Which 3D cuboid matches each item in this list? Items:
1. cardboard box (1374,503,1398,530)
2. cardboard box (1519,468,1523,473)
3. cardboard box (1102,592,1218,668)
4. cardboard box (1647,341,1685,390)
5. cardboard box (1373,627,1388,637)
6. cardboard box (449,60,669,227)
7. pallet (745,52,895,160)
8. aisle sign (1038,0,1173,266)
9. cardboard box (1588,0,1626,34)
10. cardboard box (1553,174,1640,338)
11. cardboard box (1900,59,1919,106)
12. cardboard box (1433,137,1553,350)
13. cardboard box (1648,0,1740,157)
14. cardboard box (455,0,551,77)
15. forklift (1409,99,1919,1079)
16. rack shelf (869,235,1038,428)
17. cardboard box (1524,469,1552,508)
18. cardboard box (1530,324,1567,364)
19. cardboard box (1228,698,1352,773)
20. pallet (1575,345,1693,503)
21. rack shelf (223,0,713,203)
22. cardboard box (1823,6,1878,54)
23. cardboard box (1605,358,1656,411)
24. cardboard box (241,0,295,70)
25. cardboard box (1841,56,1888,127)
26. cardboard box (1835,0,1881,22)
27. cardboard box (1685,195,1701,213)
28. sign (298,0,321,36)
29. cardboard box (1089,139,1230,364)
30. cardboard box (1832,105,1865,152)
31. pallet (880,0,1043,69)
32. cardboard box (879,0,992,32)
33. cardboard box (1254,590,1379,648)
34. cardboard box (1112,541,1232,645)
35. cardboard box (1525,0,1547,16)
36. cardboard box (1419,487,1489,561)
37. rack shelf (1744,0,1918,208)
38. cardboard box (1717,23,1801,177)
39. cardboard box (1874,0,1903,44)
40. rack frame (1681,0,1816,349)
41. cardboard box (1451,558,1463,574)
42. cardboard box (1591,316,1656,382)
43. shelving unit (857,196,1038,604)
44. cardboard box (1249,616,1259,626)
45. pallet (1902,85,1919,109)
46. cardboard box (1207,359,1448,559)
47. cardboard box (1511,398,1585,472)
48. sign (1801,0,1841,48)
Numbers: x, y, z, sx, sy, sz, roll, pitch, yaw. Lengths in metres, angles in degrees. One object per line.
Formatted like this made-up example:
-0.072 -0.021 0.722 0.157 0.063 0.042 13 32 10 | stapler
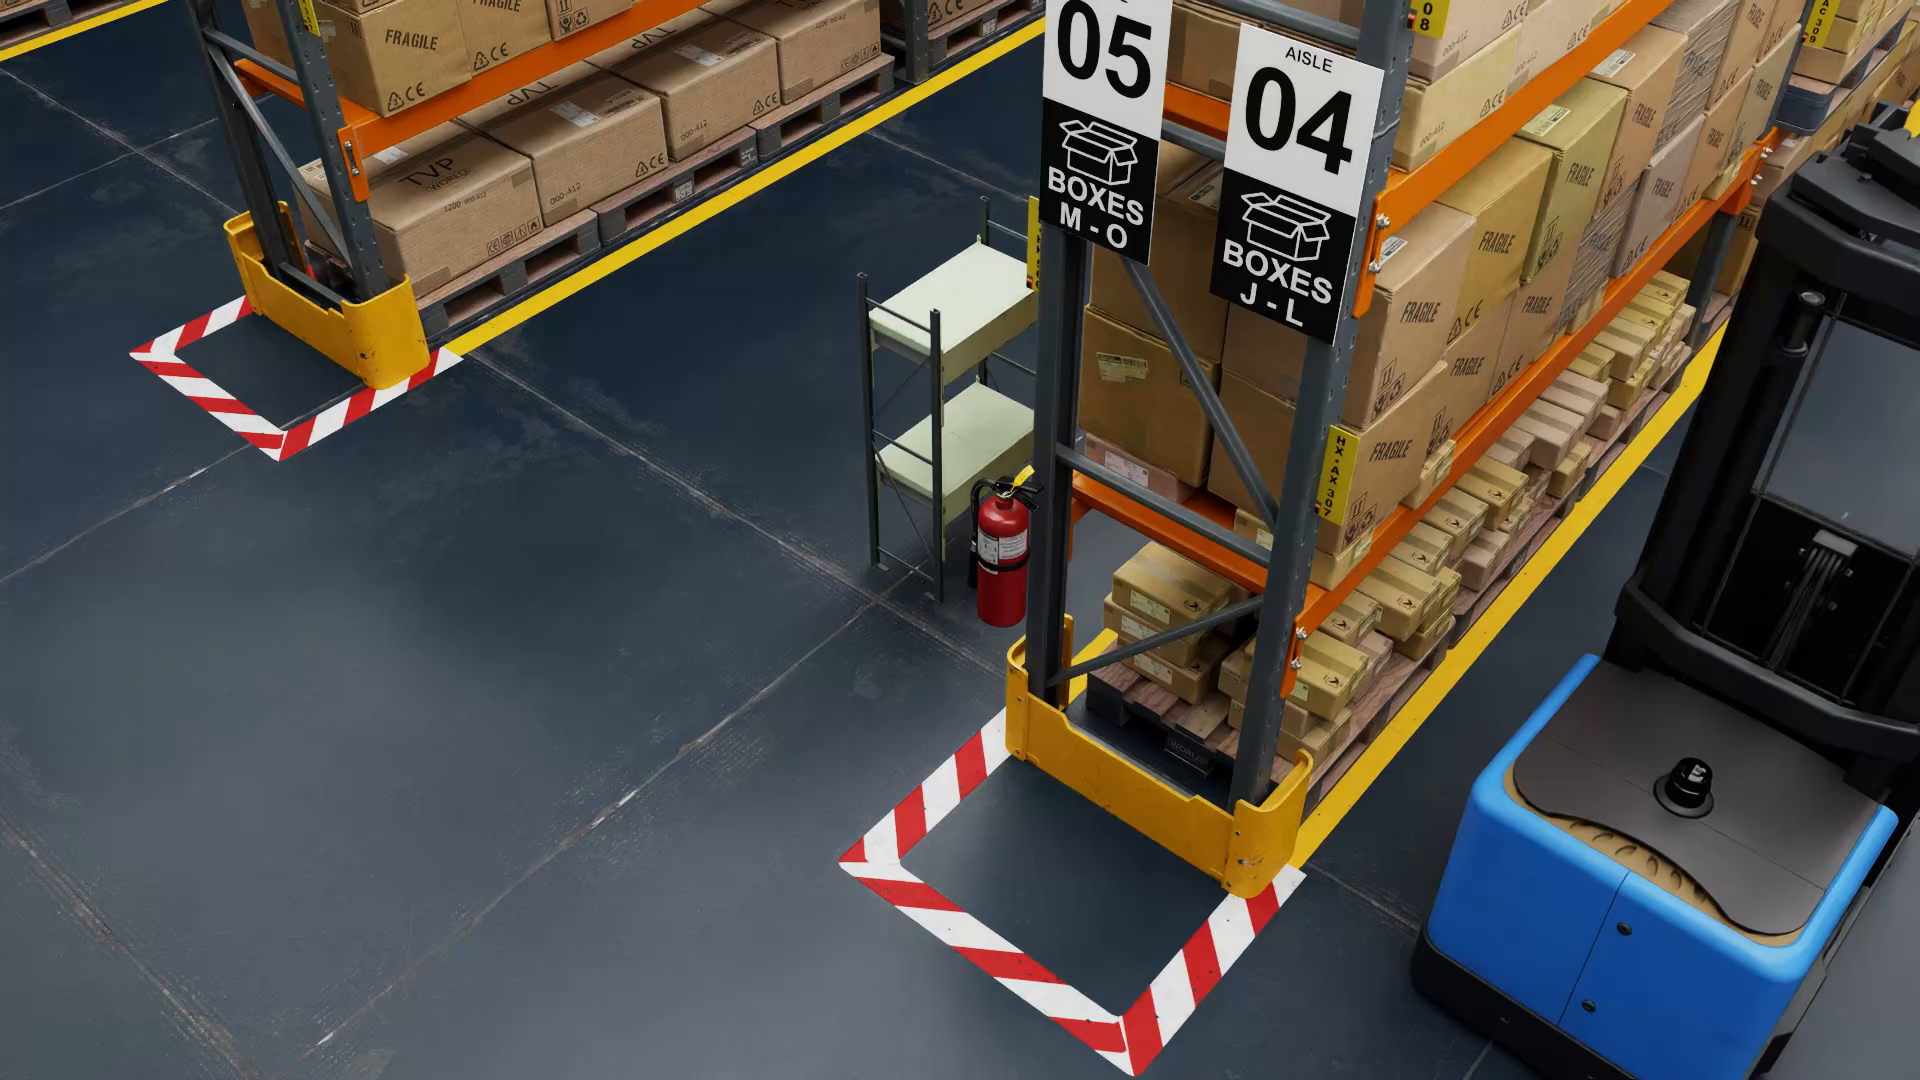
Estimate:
1.251 -0.179 5.586 0.380 0.149 0.250 31 51 30 | cardboard box
2.173 -0.303 7.122 0.380 0.149 0.250 32 51 30 | cardboard box
0.780 0.296 6.463 0.380 0.149 0.250 28 49 27 | cardboard box
3.242 -0.909 8.009 0.380 0.149 0.250 30 50 29 | cardboard box
1.502 0.252 6.511 0.380 0.149 0.250 30 50 29 | cardboard box
-2.264 -2.254 9.274 0.875 0.438 0.875 31 51 29 | cardboard box
-1.170 -2.859 10.420 1.003 0.211 1.213 29 50 28 | pallet
0.382 -1.152 4.537 0.394 0.787 0.004 29 50 28 | aisle sign
1.808 -1.813 5.078 0.500 0.250 0.500 28 49 27 | cardboard box
2.133 -1.155 6.177 0.500 0.500 0.500 28 49 27 | cardboard box
5.584 -2.996 10.043 0.500 0.500 0.500 29 50 28 | cardboard box
1.471 -0.994 5.257 0.500 0.500 0.500 31 51 30 | cardboard box
2.469 -1.789 6.132 0.500 0.500 0.500 31 51 29 | cardboard box
-2.362 -2.621 8.011 0.500 0.500 0.500 29 50 28 | cardboard box
2.901 -0.061 5.320 1.130 2.935 3.031 31 51 30 | forklift
0.004 -0.847 6.669 0.431 0.370 0.720 29 50 28 | rack shelf
2.356 -0.270 7.307 0.380 0.149 0.250 30 50 29 | cardboard box
2.083 -0.855 6.330 0.380 0.149 0.250 31 51 30 | cardboard box
1.241 0.670 6.272 0.380 0.149 0.250 31 50 29 | cardboard box
2.828 -0.765 8.116 1.003 0.211 1.213 29 50 28 | pallet
-1.907 -2.953 8.985 1.077 0.370 4.000 29 50 28 | rack shelf
3.839 -2.334 7.423 0.380 0.149 0.250 30 50 29 | cardboard box
2.950 -0.778 7.644 0.380 0.149 0.250 28 49 27 | cardboard box
-3.087 -2.589 7.975 0.500 0.500 0.500 30 50 29 | cardboard box
4.584 -2.467 8.905 0.500 0.250 0.500 31 51 30 | cardboard box
3.839 -2.444 7.322 0.380 0.149 0.250 32 51 30 | cardboard box
2.929 -1.524 7.066 0.380 0.149 0.250 32 51 30 | cardboard box
-2.774 -2.295 7.024 0.100 0.325 0.005 29 50 28 | sign
0.763 -0.958 5.218 0.500 0.500 0.500 28 49 28 | cardboard box
4.578 -2.202 9.171 0.500 0.500 0.500 30 50 29 | cardboard box
-0.181 -3.647 11.286 1.003 0.211 1.213 29 50 28 | pallet
-0.283 -3.972 10.838 0.875 0.875 0.875 31 51 30 | cardboard box
1.342 0.265 6.276 0.380 0.149 0.250 30 50 29 | cardboard box
0.806 0.199 6.348 0.380 0.149 0.250 30 50 29 | cardboard box
1.476 -1.720 4.604 0.500 0.250 0.500 29 50 28 | cardboard box
1.884 -0.112 6.690 0.380 0.149 0.250 32 51 30 | cardboard box
4.521 -2.921 8.950 1.077 0.370 4.000 29 50 28 | rack shelf
3.138 -1.933 7.033 0.500 0.500 0.500 30 50 28 | cardboard box
4.177 -2.496 7.822 0.380 0.149 0.250 30 50 29 | cardboard box
3.233 -2.157 7.575 1.000 3.000 0.127 29 50 28 | rack frame
1.841 0.113 6.886 0.380 0.149 0.250 30 50 29 | cardboard box
2.915 -0.902 7.560 0.380 0.149 0.250 29 50 28 | cardboard box
0.004 -0.558 6.932 0.431 1.500 0.755 29 50 28 | shelving unit
1.162 0.165 6.828 0.380 0.149 0.250 29 50 28 | cardboard box
5.304 -2.784 10.337 1.003 0.211 1.213 29 50 28 | pallet
1.159 -0.356 5.299 0.500 0.500 0.500 32 51 30 | cardboard box
2.420 -0.479 7.094 0.380 0.149 0.250 28 49 27 | cardboard box
3.654 -2.247 7.030 0.100 0.325 0.005 29 50 28 | sign
